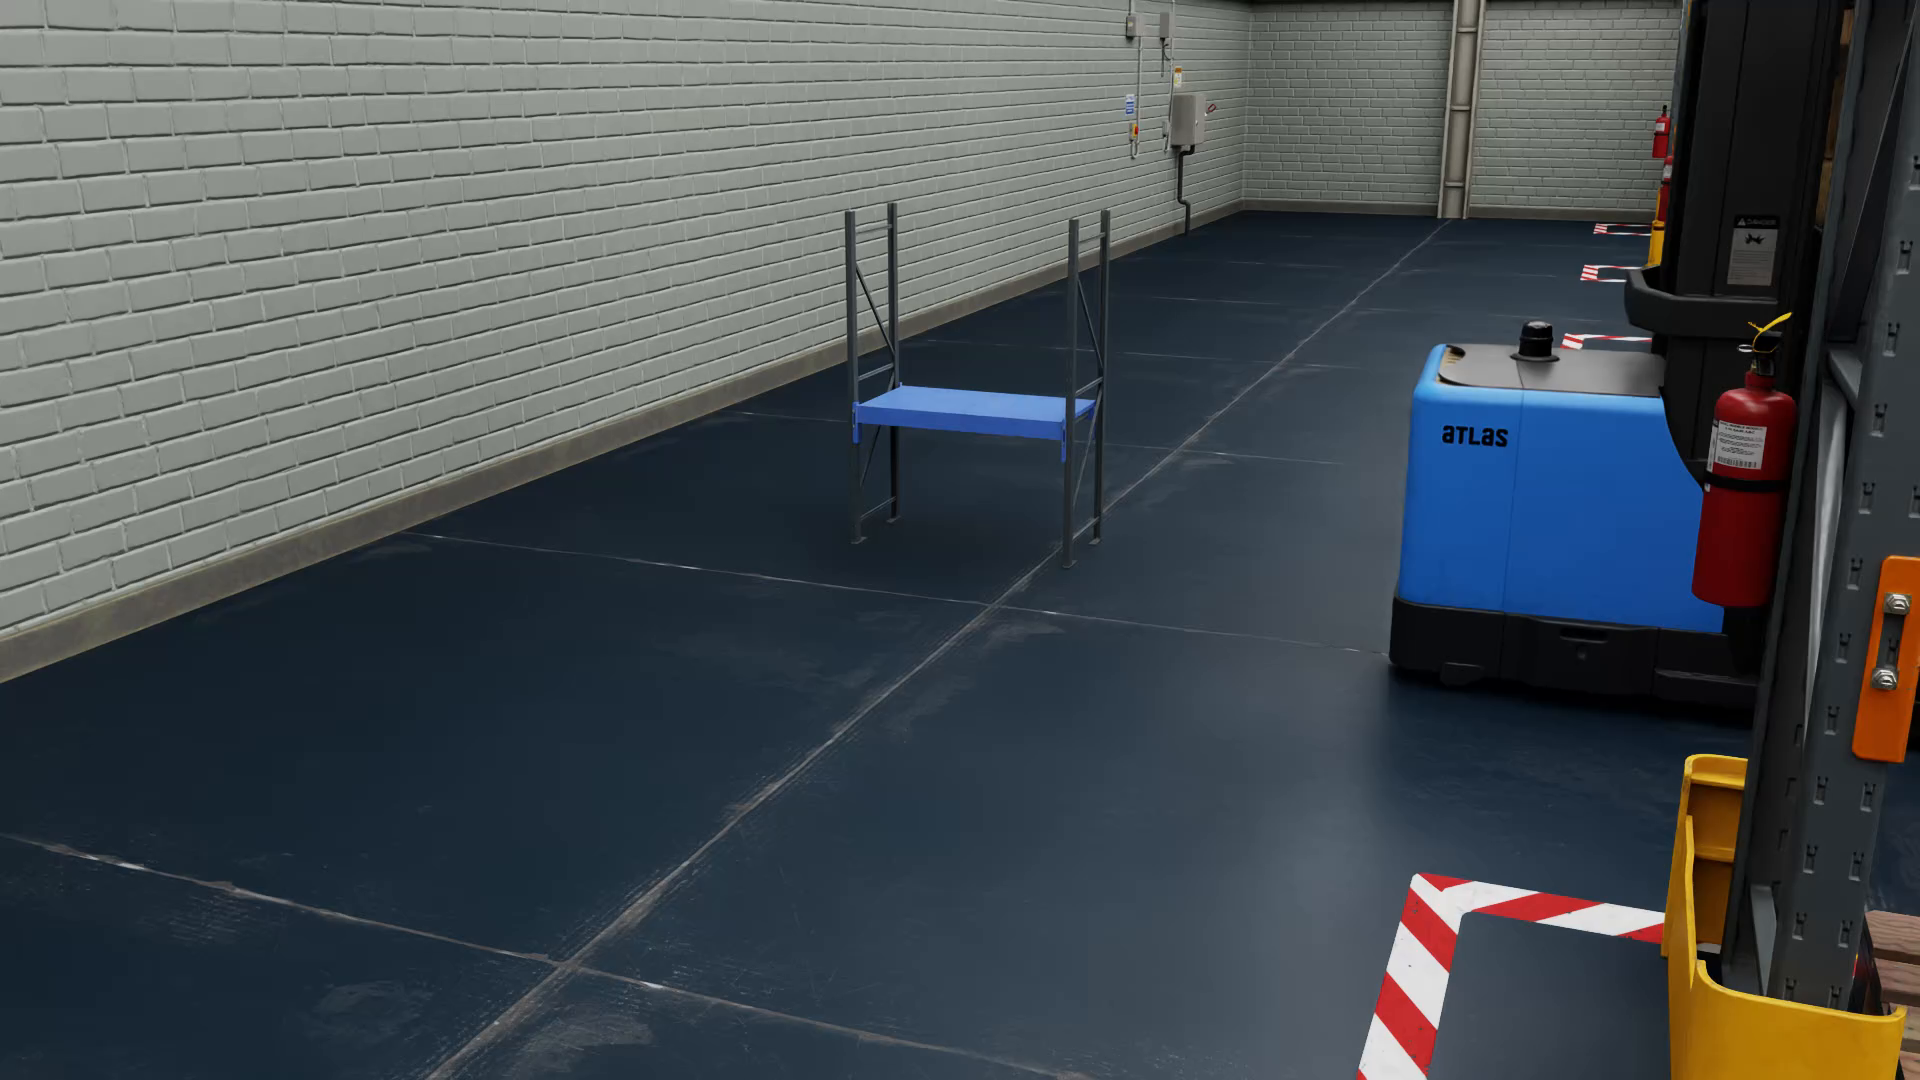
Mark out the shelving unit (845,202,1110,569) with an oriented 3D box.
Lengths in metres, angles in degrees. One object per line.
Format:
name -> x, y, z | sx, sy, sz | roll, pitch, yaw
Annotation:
shelving unit -> 0.079, -0.712, 7.434 | 1.048, 1.500, 0.538 | 6, 17, 21

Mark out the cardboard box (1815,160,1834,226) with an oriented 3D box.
cardboard box -> 3.922, -1.509, 7.228 | 0.500, 0.250, 0.500 | 6, 17, 19

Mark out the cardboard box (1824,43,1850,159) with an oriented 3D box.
cardboard box -> 4.124, -2.007, 7.597 | 0.500, 0.500, 0.500 | 7, 17, 21

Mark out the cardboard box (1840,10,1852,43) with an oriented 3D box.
cardboard box -> 5.809, -3.390, 11.464 | 0.500, 0.500, 0.500 | 6, 17, 20

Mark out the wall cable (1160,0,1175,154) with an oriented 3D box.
wall cable -> 2.466, -5.556, 19.608 | 0.122, 1.984, 0.588 | 6, 17, 21

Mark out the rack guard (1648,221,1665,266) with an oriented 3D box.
rack guard -> 7.188, -2.930, 16.869 | 0.348, 0.500, 1.175 | 6, 17, 21

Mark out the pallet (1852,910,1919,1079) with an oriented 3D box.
pallet -> 2.510, 1.160, 3.298 | 1.213, 0.211, 1.003 | 6, 17, 21

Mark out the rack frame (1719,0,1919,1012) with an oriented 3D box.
rack frame -> 1.757, -0.273, 3.234 | 0.127, 3.000, 1.000 | 6, 17, 21

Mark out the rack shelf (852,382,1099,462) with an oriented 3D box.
rack shelf -> 0.079, -0.539, 7.485 | 1.000, 0.185, 0.538 | 6, 17, 21

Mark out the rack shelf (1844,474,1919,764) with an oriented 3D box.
rack shelf -> 3.618, 0.277, 2.630 | 4.000, 0.370, 1.077 | 6, 17, 21

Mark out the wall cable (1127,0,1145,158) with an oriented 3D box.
wall cable -> 1.957, -5.202, 18.332 | 0.123, 1.953, 0.585 | 6, 17, 21

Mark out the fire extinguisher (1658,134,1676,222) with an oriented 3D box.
fire extinguisher -> 5.424, -2.763, 12.618 | 0.183, 0.674, 0.296 | 6, 17, 21

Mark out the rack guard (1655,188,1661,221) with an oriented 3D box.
rack guard -> 9.099, -4.207, 21.270 | 0.348, 0.500, 1.175 | 6, 17, 21

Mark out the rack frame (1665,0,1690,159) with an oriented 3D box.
rack frame -> 9.029, -5.416, 20.948 | 0.127, 3.000, 1.000 | 6, 17, 21

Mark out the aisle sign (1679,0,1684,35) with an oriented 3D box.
aisle sign -> 8.857, -6.595, 20.347 | 0.004, 0.787, 0.394 | 6, 17, 21

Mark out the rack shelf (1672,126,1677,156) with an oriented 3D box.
rack shelf -> 10.889, -4.866, 20.344 | 4.000, 0.370, 1.077 | 6, 17, 21

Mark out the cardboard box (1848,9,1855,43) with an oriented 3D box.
cardboard box -> 6.281, -3.340, 11.292 | 0.500, 0.500, 0.500 | 7, 18, 22

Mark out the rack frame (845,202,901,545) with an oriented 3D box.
rack frame -> -0.394, -0.764, 7.614 | 0.032, 1.500, 0.500 | 6, 17, 21

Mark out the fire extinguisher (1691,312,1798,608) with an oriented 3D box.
fire extinguisher -> 1.784, -0.190, 3.756 | 0.183, 0.674, 0.296 | 6, 17, 21

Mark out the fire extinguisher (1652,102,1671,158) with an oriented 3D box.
fire extinguisher -> 8.722, -5.095, 20.650 | 0.183, 0.674, 0.296 | 6, 17, 21

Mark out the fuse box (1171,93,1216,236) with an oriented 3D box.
fuse box -> 2.863, -4.610, 20.483 | 0.414, 1.711, 0.539 | 6, 17, 21

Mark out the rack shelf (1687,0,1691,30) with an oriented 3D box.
rack shelf -> 10.889, -6.306, 19.925 | 4.000, 0.370, 1.077 | 6, 17, 21

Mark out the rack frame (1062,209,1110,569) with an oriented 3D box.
rack frame -> 0.552, -0.660, 7.255 | 0.032, 1.500, 0.500 | 6, 17, 21

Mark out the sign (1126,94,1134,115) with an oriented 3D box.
sign -> 1.882, -4.822, 18.419 | 0.001, 0.218, 0.327 | 6, 17, 21

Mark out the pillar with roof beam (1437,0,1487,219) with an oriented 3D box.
pillar with roof beam -> 5.272, -7.690, 18.021 | 0.400, 9.000, 9.100 | 6, 17, 21

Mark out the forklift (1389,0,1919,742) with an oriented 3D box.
forklift -> 3.108, -0.894, 5.495 | 3.031, 2.935, 1.130 | 5, 17, 18

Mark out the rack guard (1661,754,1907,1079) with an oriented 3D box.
rack guard -> 1.730, 0.928, 3.580 | 0.348, 0.500, 1.175 | 6, 17, 21

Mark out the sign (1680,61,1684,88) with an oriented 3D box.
sign -> 8.830, -5.691, 20.343 | 0.005, 0.325, 0.100 | 6, 17, 21

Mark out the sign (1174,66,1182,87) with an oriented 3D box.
sign -> 2.650, -5.632, 20.212 | 0.001, 0.242, 0.339 | 6, 17, 21
